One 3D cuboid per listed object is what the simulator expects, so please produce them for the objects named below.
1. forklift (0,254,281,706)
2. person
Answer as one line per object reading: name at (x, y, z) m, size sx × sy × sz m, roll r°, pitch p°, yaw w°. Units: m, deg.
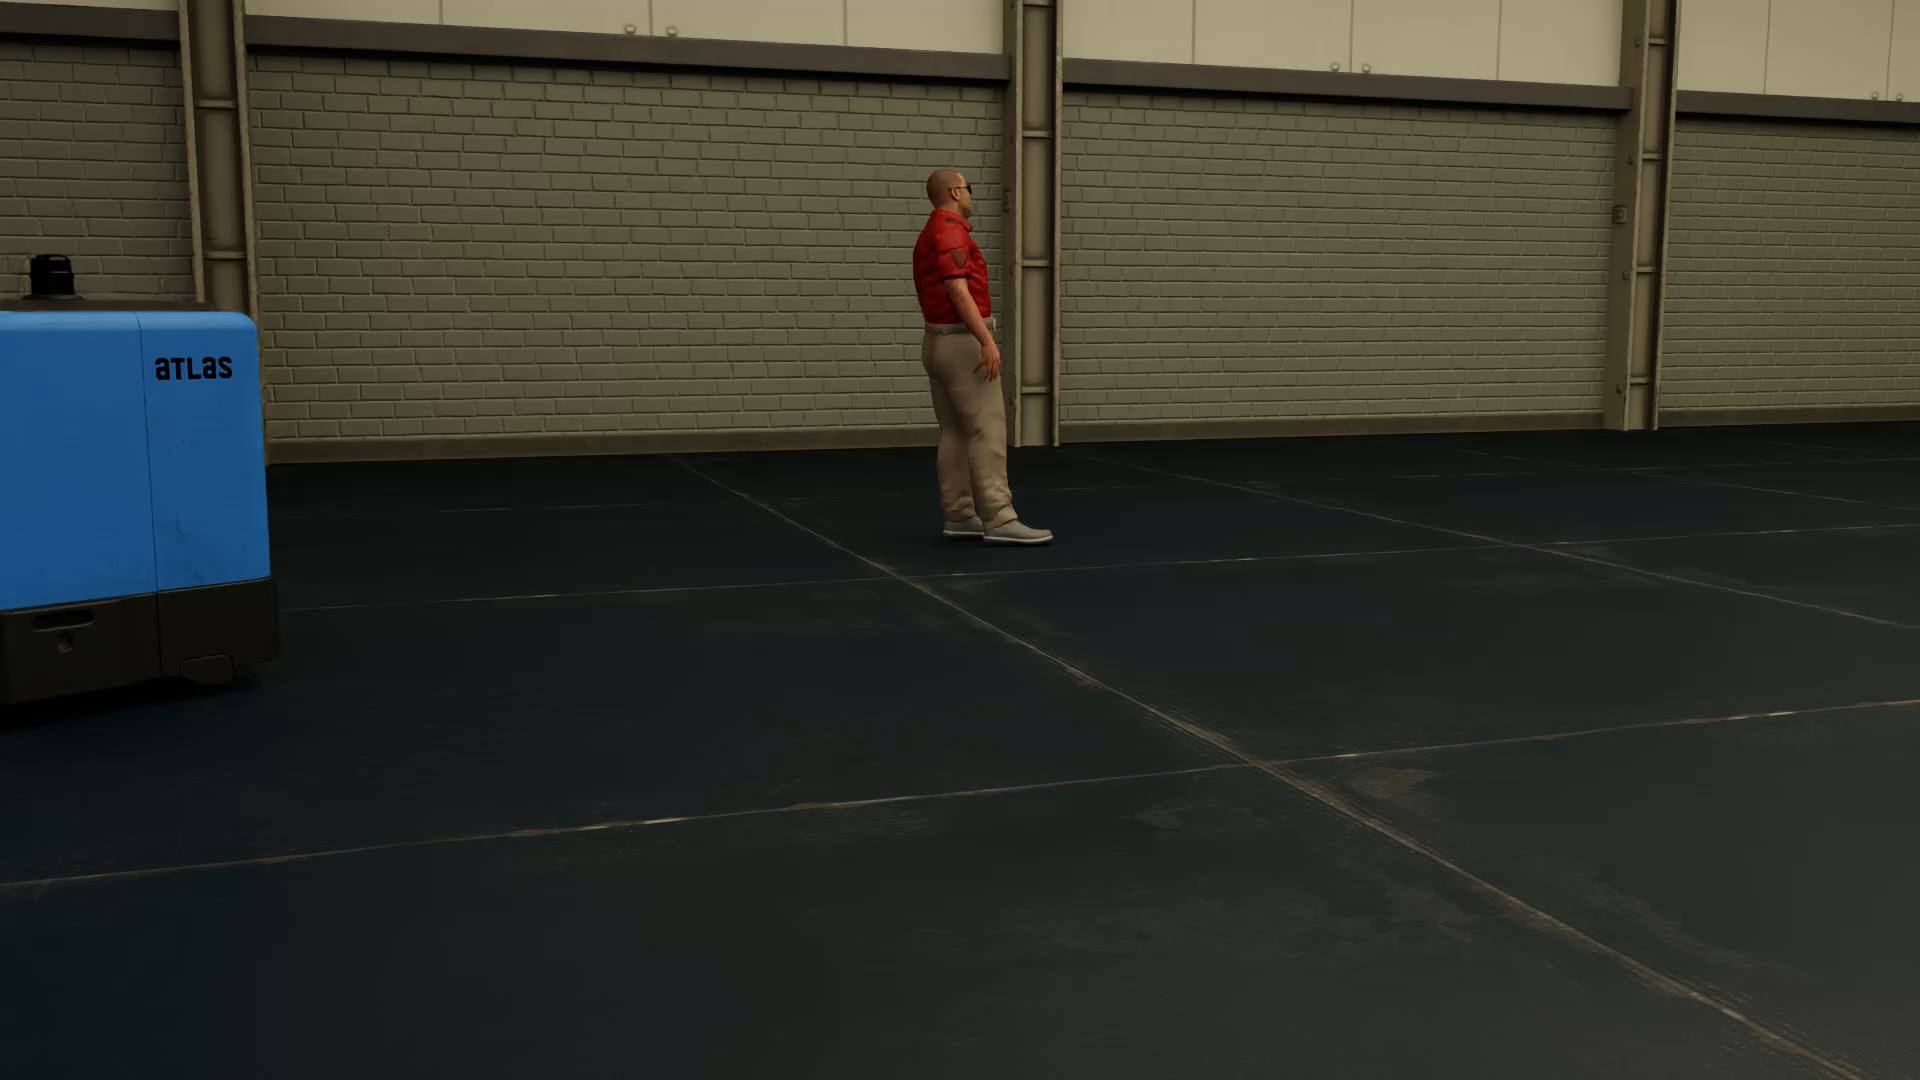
forklift at (-3.349, -0.933, 3.904) m, size 1.130 × 2.935 × 3.031 m, roll 7°, pitch 10°, yaw 41°
person at (0.089, -0.866, 7.823) m, size 0.551 × 1.727 × 0.640 m, roll -3°, pitch 8°, yaw -18°
